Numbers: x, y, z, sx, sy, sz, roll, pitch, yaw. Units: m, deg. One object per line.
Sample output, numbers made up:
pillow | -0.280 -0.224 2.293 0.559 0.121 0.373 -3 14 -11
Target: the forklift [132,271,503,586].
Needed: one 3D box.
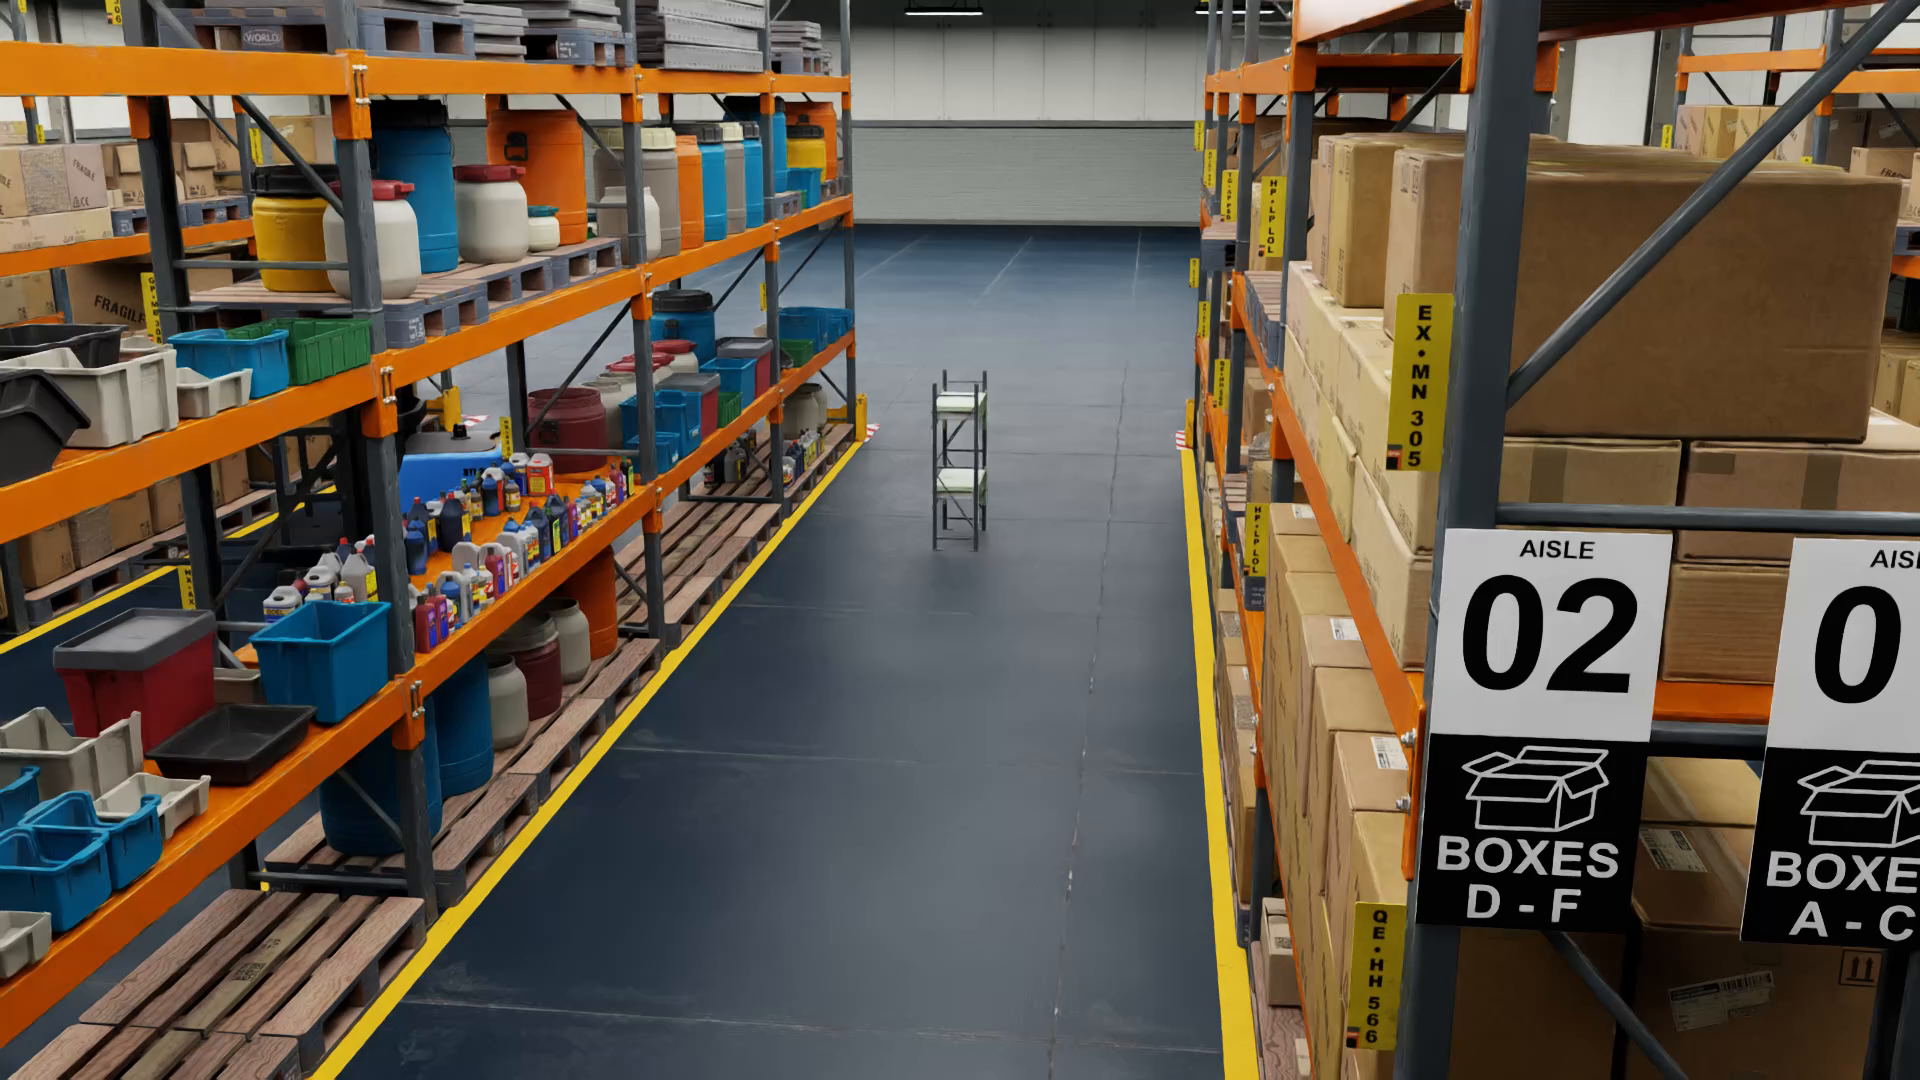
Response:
forklift | -5.343 -1.161 13.842 3.031 2.935 1.130 -3 15 -10

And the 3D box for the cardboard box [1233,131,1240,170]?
cardboard box | 3.050 -3.692 16.053 0.797 0.503 0.637 3 16 12

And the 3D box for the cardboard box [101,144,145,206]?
cardboard box | -7.360 -3.131 14.244 0.797 0.503 0.637 2 15 9

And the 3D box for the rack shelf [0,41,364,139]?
rack shelf | -3.310 -1.410 5.280 1.077 0.370 4.000 2 15 6

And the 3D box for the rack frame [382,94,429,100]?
rack frame | -6.652 -5.727 19.101 1.000 3.000 0.127 2 15 6

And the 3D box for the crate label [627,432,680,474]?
crate label | -2.213 -0.627 12.057 0.303 0.233 0.416 2 15 6

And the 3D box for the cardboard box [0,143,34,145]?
cardboard box | -7.631 -2.886 13.192 0.500 0.500 0.500 2 15 7

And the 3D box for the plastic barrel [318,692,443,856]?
plastic barrel | -3.006 1.097 8.574 0.600 0.901 0.708 2 15 6

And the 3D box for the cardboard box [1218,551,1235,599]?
cardboard box | 2.102 0.248 11.889 0.500 0.311 0.500 2 15 8

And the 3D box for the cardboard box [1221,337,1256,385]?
cardboard box | 2.783 -1.664 15.378 0.700 0.500 0.500 1 15 5

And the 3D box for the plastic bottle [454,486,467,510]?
plastic bottle | -3.137 -0.202 10.407 0.097 0.271 0.097 0 15 0

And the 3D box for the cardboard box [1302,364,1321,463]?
cardboard box | 1.418 -0.423 5.522 0.500 0.250 0.500 2 15 6

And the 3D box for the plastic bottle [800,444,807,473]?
plastic bottle | -1.597 -0.836 16.869 0.061 0.283 0.133 2 15 9

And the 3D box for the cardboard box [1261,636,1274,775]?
cardboard box | 1.508 0.650 6.820 0.500 0.500 0.500 2 15 8

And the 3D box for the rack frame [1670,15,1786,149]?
rack frame | 8.113 -5.289 17.483 1.000 3.000 0.127 2 15 6

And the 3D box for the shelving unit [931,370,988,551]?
shelving unit | 0.001 -0.726 14.973 0.431 1.500 0.755 2 15 6

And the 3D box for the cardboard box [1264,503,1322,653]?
cardboard box | 1.504 0.157 6.727 0.500 0.500 0.500 2 15 8

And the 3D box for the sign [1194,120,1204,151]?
sign | 2.640 -4.464 18.352 0.100 0.325 0.005 2 15 6

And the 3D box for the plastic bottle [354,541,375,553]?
plastic bottle | -3.263 0.150 9.098 0.152 0.276 0.135 2 15 6

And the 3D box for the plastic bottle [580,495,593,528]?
plastic bottle | -2.367 -0.181 10.466 0.097 0.201 0.097 0 15 0

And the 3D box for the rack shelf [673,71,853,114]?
rack shelf | -1.956 -4.522 16.790 1.077 0.370 4.000 2 15 6

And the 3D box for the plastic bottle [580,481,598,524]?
plastic bottle | -2.356 -0.240 10.550 0.097 0.271 0.097 0 15 0

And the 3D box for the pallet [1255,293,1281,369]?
pallet | 1.980 -0.950 7.543 1.213 0.211 1.003 2 15 6

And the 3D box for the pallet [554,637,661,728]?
pallet | -2.681 0.942 11.275 1.003 0.211 1.213 2 15 6

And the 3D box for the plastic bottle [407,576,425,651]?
plastic bottle | -2.718 0.359 8.182 0.144 0.351 0.185 2 15 6

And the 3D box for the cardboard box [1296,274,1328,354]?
cardboard box | 1.480 -0.794 5.935 0.500 0.250 0.500 2 15 6

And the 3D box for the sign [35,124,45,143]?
sign | -11.031 -4.821 19.952 0.100 0.325 0.005 2 15 6

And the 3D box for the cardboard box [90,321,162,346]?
cardboard box | -7.207 -1.594 14.307 0.797 0.503 0.637 3 15 12

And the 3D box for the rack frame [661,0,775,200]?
rack frame | -2.182 -4.543 14.725 1.000 3.000 0.127 2 15 6

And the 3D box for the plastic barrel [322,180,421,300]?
plastic barrel | -2.776 -1.418 7.848 0.433 0.535 0.433 0 15 0

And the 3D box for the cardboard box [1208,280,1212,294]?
cardboard box | 2.905 -2.735 18.098 0.380 0.149 0.250 1 15 5

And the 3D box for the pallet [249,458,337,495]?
pallet | -7.063 -0.623 17.060 1.003 0.211 1.213 2 15 6

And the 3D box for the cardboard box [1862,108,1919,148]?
cardboard box | 8.001 -3.463 14.330 0.500 0.500 0.500 2 15 7

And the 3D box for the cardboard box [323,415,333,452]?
cardboard box | -6.969 -1.204 17.853 0.500 0.500 0.500 0 15 1

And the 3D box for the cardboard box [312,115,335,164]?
cardboard box | -6.575 -4.303 17.862 0.500 0.500 0.500 2 15 6

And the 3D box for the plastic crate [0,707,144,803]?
plastic crate | -3.440 0.846 6.398 0.437 0.282 0.530 2 15 6

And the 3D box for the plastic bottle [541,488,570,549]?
plastic bottle | -2.443 -0.132 9.999 0.144 0.351 0.185 2 15 6

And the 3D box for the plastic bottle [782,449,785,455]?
plastic bottle | -1.782 -0.781 16.688 0.097 0.271 0.097 0 15 0

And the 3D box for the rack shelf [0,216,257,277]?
rack shelf | -7.329 -2.375 13.832 1.077 0.370 4.000 2 15 6

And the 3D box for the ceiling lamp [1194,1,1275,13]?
ceiling lamp | 6.914 -14.825 41.564 2.000 3.185 0.800 2 15 6

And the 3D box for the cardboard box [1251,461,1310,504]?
cardboard box | 1.975 -0.137 8.925 0.700 0.500 0.500 -2 15 -8

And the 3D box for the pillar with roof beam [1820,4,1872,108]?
pillar with roof beam | 4.616 -5.209 17.186 9.100 9.000 0.400 2 15 6

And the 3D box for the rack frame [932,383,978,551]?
rack frame | -0.041 -0.631 14.622 0.400 1.500 0.023 2 15 6

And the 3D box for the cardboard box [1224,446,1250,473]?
cardboard box | 2.115 -0.583 12.054 0.380 0.149 0.250 2 15 6

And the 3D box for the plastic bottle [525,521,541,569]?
plastic bottle | -2.472 0.026 9.566 0.097 0.271 0.097 0 15 0

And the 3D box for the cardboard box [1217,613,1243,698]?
cardboard box | 1.899 0.777 10.489 0.500 0.500 0.500 1 15 4

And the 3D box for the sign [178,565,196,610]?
sign | -3.631 0.277 7.861 0.100 0.325 0.005 2 15 6

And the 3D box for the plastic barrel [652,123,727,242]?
plastic barrel | -2.171 -2.860 13.285 0.600 0.901 0.708 2 15 6

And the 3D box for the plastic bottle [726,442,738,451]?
plastic bottle | -2.338 -0.890 16.940 0.144 0.351 0.185 2 15 6

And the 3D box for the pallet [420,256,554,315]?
pallet | -2.968 -1.430 9.319 1.003 0.211 1.213 2 15 6

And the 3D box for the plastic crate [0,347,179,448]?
plastic crate | -2.979 -0.492 5.714 0.437 0.282 0.530 2 15 6

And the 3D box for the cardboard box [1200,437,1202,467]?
cardboard box | 2.738 -0.892 17.177 0.500 0.250 0.500 2 15 6

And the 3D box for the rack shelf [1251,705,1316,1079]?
rack shelf | 1.611 1.440 5.467 1.077 0.370 4.000 2 15 6

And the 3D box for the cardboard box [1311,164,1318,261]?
cardboard box | 2.019 -1.475 7.938 0.600 0.600 0.600 2 15 6

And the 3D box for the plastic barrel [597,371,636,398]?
plastic barrel | -2.682 -1.046 13.071 0.421 0.512 0.421 0 15 0

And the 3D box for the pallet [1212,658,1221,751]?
pallet | 2.166 1.075 10.780 1.003 0.211 1.213 2 15 6

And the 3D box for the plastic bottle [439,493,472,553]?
plastic bottle | -3.015 -0.113 9.928 0.144 0.351 0.185 2 15 6

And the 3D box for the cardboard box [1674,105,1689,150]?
cardboard box | 7.828 -4.289 17.385 0.500 0.500 0.500 1 15 2
